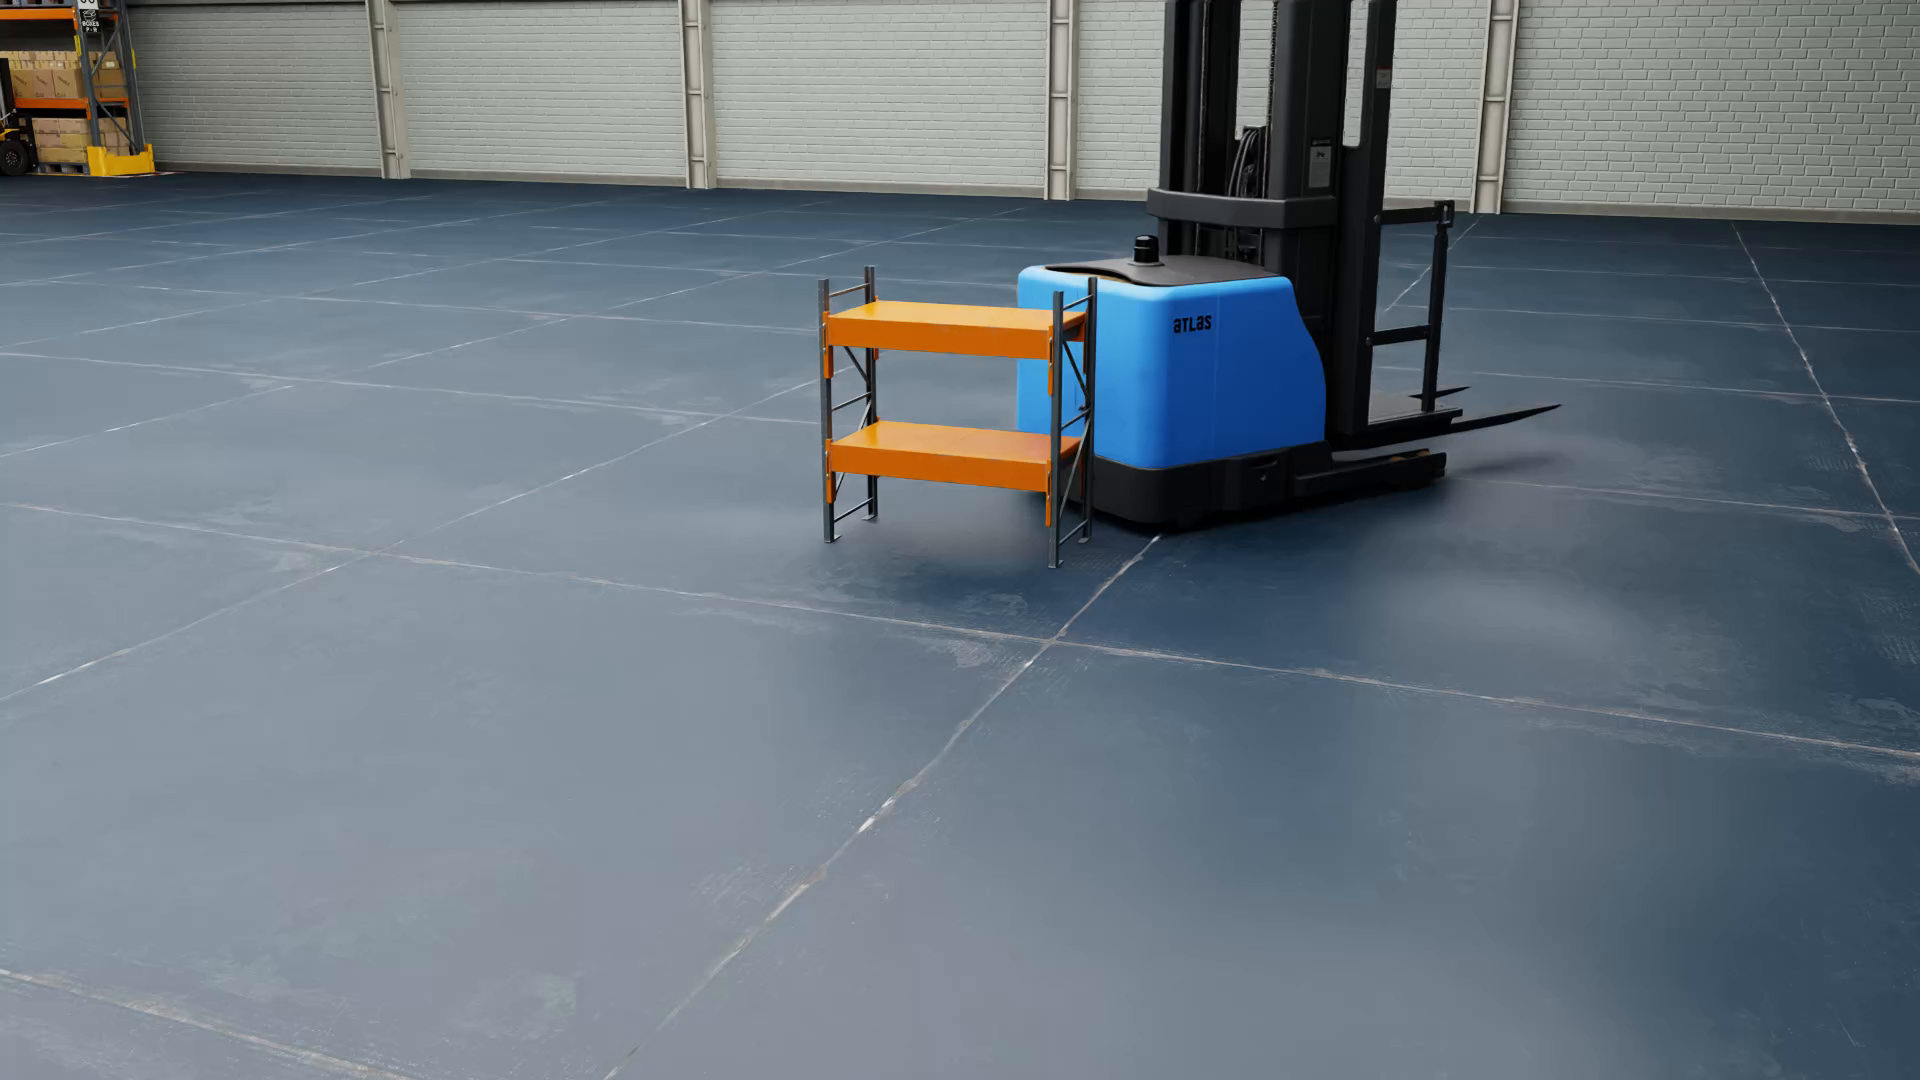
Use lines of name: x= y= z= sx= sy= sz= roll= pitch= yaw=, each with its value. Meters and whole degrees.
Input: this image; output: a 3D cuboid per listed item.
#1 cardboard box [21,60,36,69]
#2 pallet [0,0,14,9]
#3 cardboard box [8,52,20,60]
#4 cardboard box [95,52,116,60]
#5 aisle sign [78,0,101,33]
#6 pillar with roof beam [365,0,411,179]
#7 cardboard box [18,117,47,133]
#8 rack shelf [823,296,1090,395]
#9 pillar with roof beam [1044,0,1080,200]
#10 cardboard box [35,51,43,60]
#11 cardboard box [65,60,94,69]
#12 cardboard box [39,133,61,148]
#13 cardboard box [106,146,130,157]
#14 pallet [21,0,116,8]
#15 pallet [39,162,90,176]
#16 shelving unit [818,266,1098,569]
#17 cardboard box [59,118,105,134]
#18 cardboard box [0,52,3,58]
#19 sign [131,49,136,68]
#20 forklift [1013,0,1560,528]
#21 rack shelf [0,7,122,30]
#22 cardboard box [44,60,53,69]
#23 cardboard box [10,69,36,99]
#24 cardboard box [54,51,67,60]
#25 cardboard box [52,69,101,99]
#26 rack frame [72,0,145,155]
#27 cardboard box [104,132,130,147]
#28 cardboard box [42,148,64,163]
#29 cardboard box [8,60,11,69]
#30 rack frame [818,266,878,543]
cardboard box: x=-16.347 y=-8.407 z=29.411 sx=0.250 sy=0.149 sz=0.380 roll=6 pitch=17 yaw=19
pallet: x=-17.880 y=-9.707 z=30.010 sx=1.213 sy=0.211 sz=1.003 roll=6 pitch=17 yaw=21
cardboard box: x=-16.596 y=-8.570 z=29.437 sx=0.250 sy=0.149 sz=0.380 roll=7 pitch=17 yaw=22
cardboard box: x=-15.196 y=-8.573 z=29.448 sx=0.250 sy=0.149 sz=0.380 roll=6 pitch=17 yaw=20
aisle sign: x=-15.008 y=-9.146 z=28.636 sx=0.004 sy=0.787 sz=0.394 roll=6 pitch=17 yaw=21
pillar with roof beam: x=-11.277 y=-9.437 z=23.538 sx=0.400 sy=9.000 sz=9.100 roll=6 pitch=17 yaw=21
cardboard box: x=-16.455 y=-7.408 z=29.697 sx=0.500 sy=0.250 sz=0.500 roll=7 pitch=17 yaw=21
rack shelf: x=-0.006 y=-0.822 z=6.938 sx=1.000 sy=0.278 sz=0.538 roll=6 pitch=17 yaw=21
pillar with roof beam: x=-0.114 y=-8.209 z=19.310 sx=0.400 sy=9.000 sz=9.100 roll=6 pitch=17 yaw=21
cardboard box: x=-16.071 y=-8.547 z=29.358 sx=0.250 sy=0.149 sz=0.380 roll=6 pitch=17 yaw=21
cardboard box: x=-15.387 y=-8.303 z=29.052 sx=0.250 sy=0.149 sz=0.380 roll=7 pitch=17 yaw=21
cardboard box: x=-15.992 y=-7.125 z=29.618 sx=0.500 sy=0.250 sz=0.500 roll=6 pitch=17 yaw=20
cardboard box: x=-15.347 y=-6.963 z=29.957 sx=0.500 sy=0.250 sz=0.500 roll=6 pitch=17 yaw=21
pallet: x=-15.610 y=-9.458 z=29.151 sx=1.213 sy=0.211 sz=1.003 roll=6 pitch=17 yaw=21
pallet: x=-15.688 y=-6.709 z=29.905 sx=1.213 sy=0.211 sz=1.003 roll=6 pitch=17 yaw=21
shelving unit: x=-0.006 y=-0.541 z=7.019 sx=1.048 sy=1.125 sz=0.538 roll=6 pitch=17 yaw=21
cardboard box: x=-15.504 y=-7.308 z=29.353 sx=0.500 sy=0.250 sz=0.500 roll=7 pitch=18 yaw=22
cardboard box: x=-17.029 y=-8.651 z=29.715 sx=0.250 sy=0.149 sz=0.380 roll=6 pitch=17 yaw=21
sign: x=-14.752 y=-8.578 z=29.646 sx=0.005 sy=0.325 sz=0.100 roll=6 pitch=17 yaw=21
forklift: x=1.760 y=-1.755 z=7.961 sx=3.031 sy=2.935 sz=1.130 roll=-11 pitch=19 yaw=-33
rack shelf: x=-16.822 y=-9.280 z=29.671 sx=4.000 sy=0.370 sz=1.077 roll=6 pitch=17 yaw=21
cardboard box: x=-15.855 y=-8.364 z=29.261 sx=0.250 sy=0.149 sz=0.380 roll=7 pitch=17 yaw=22
cardboard box: x=-16.472 y=-8.119 z=29.580 sx=0.500 sy=0.500 sz=0.500 roll=6 pitch=17 yaw=20
cardboard box: x=-15.613 y=-8.482 z=29.136 sx=0.250 sy=0.149 sz=0.380 roll=6 pitch=17 yaw=21
cardboard box: x=-15.516 y=-8.011 z=29.209 sx=0.500 sy=0.500 sz=0.500 roll=6 pitch=17 yaw=19
rack frame: x=-14.962 y=-7.981 z=29.284 sx=0.127 sy=3.000 sz=1.000 roll=6 pitch=17 yaw=21
cardboard box: x=-15.323 y=-7.204 z=29.891 sx=0.500 sy=0.250 sz=0.500 roll=7 pitch=17 yaw=22
cardboard box: x=-15.974 y=-6.882 z=29.676 sx=0.500 sy=0.250 sz=0.500 roll=6 pitch=17 yaw=21
cardboard box: x=-16.788 y=-8.477 z=29.650 sx=0.250 sy=0.149 sz=0.380 roll=6 pitch=17 yaw=20
rack frame: x=-0.479 y=-0.593 z=7.198 sx=0.032 sy=1.125 sz=0.500 roll=6 pitch=17 yaw=21
